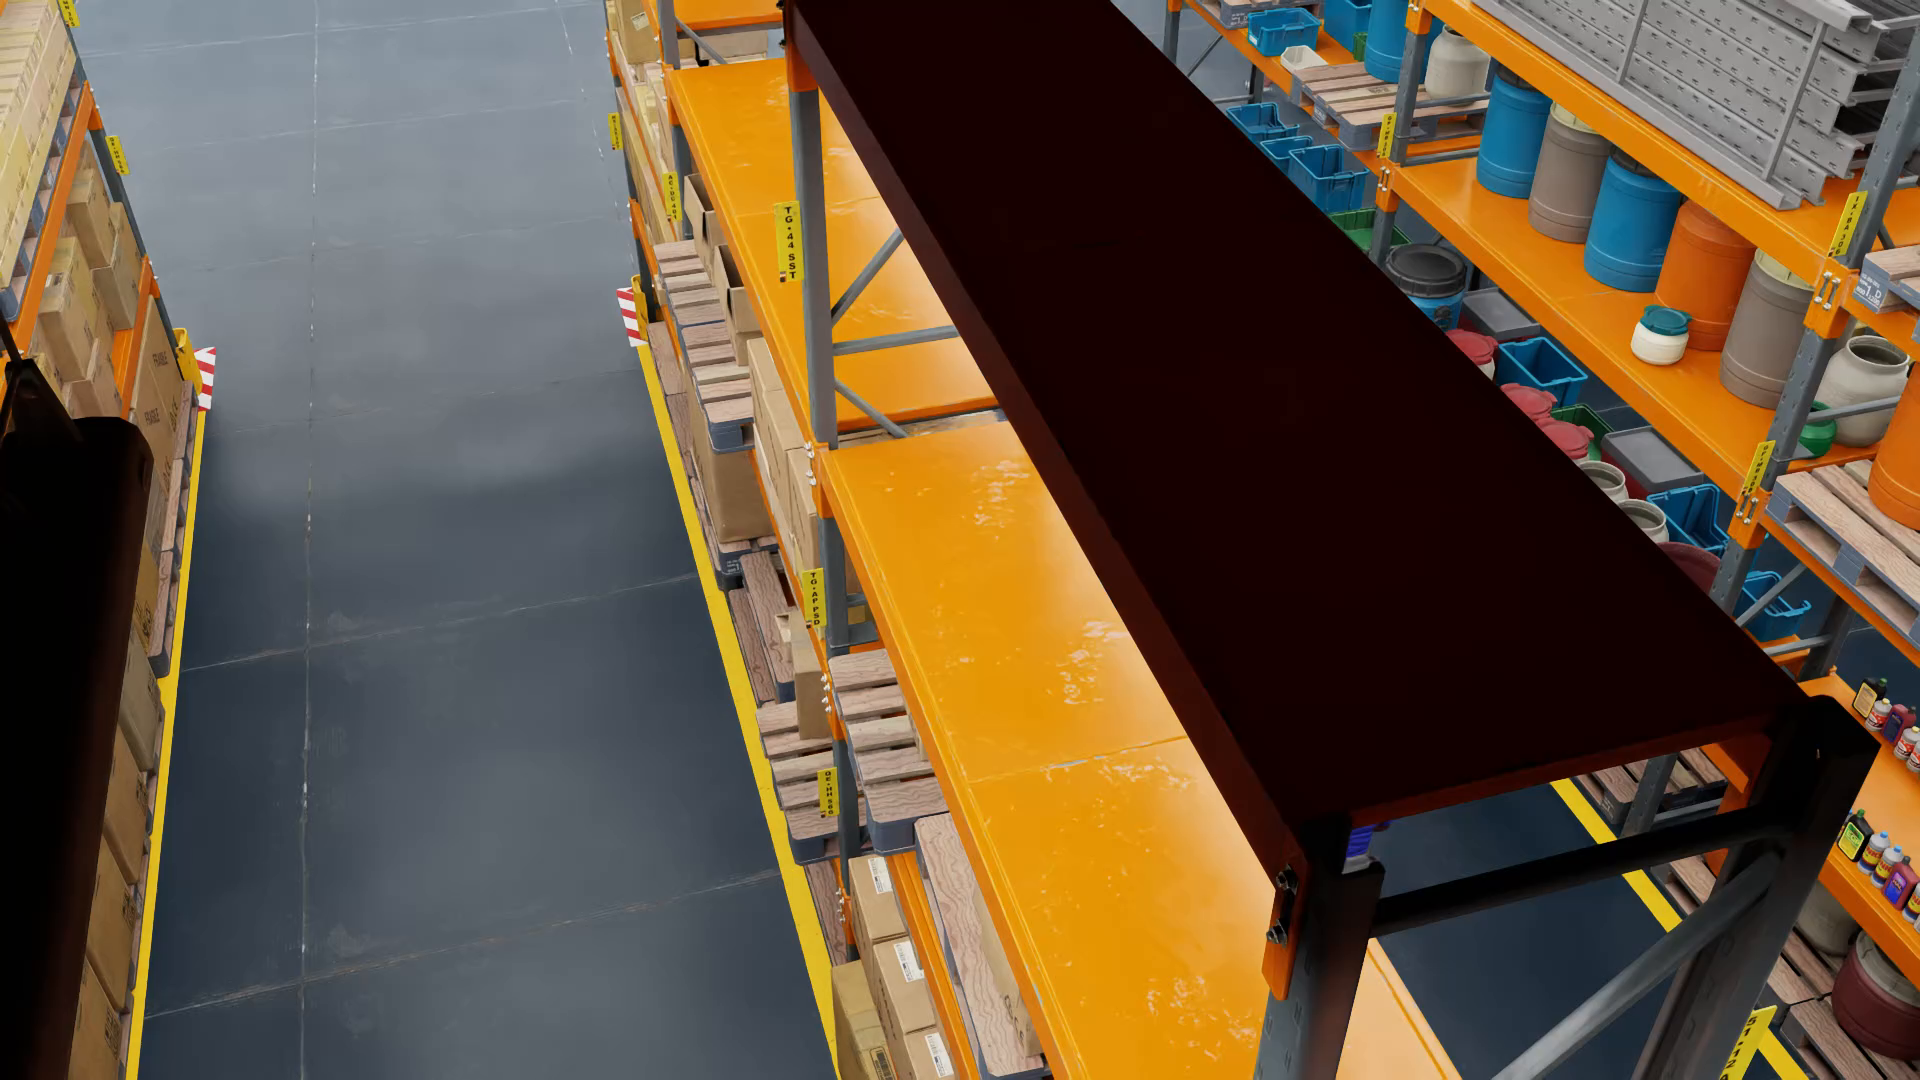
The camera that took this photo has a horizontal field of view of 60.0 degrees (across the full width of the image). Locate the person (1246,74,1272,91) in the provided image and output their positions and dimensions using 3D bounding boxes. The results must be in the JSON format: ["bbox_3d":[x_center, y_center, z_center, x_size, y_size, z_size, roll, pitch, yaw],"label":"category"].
[{"bbox_3d":[3.707,-5.744,18.720,0.929,1.625,0.490,13,40,16],"label":"person"}]

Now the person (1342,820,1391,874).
[{"bbox_3d":[2.122,1.855,9.238,0.543,1.557,0.745,-3,38,-4],"label":"person"}]
